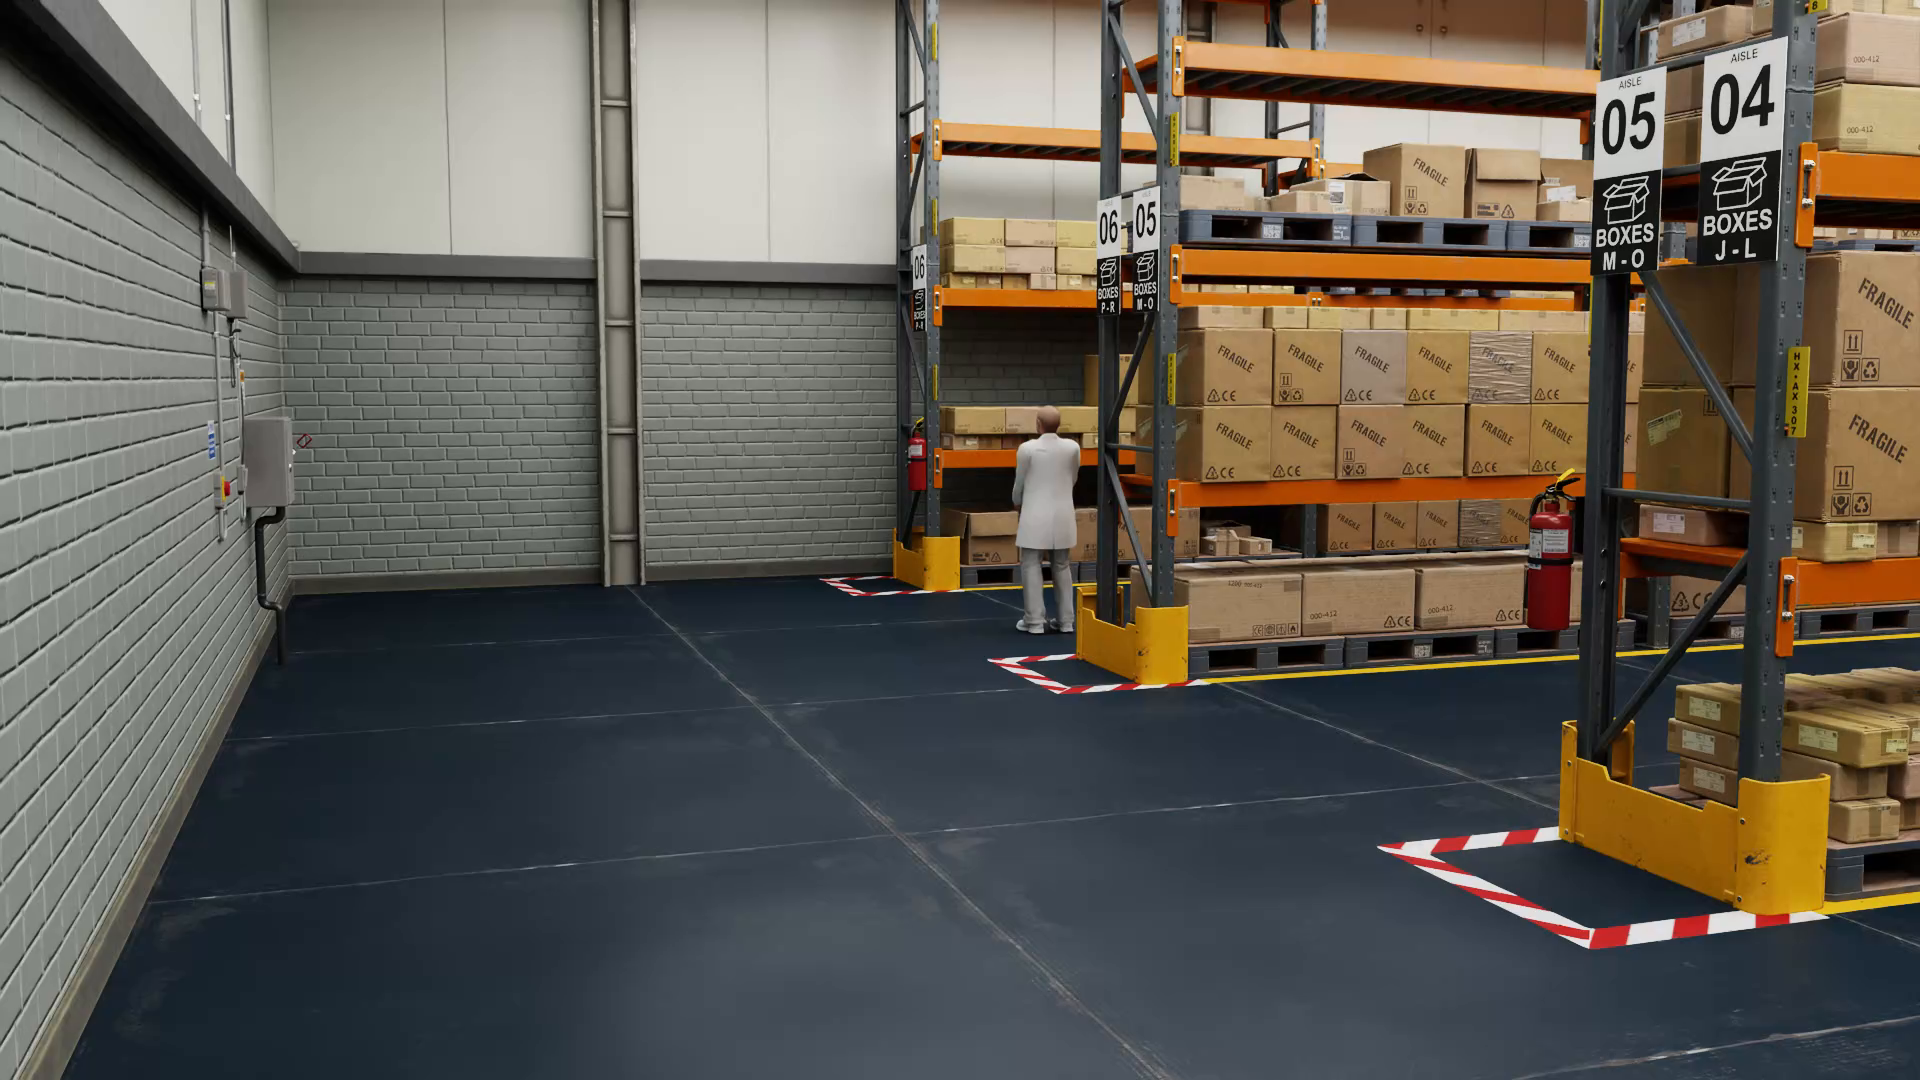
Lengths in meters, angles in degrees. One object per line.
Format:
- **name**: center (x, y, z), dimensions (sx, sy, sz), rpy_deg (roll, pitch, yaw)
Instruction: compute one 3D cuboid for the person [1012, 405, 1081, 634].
- **person**: center (0.643, -0.171, 13.023), dimensions (0.531, 1.769, 0.555), rpy_deg (-2, 6, -18)
